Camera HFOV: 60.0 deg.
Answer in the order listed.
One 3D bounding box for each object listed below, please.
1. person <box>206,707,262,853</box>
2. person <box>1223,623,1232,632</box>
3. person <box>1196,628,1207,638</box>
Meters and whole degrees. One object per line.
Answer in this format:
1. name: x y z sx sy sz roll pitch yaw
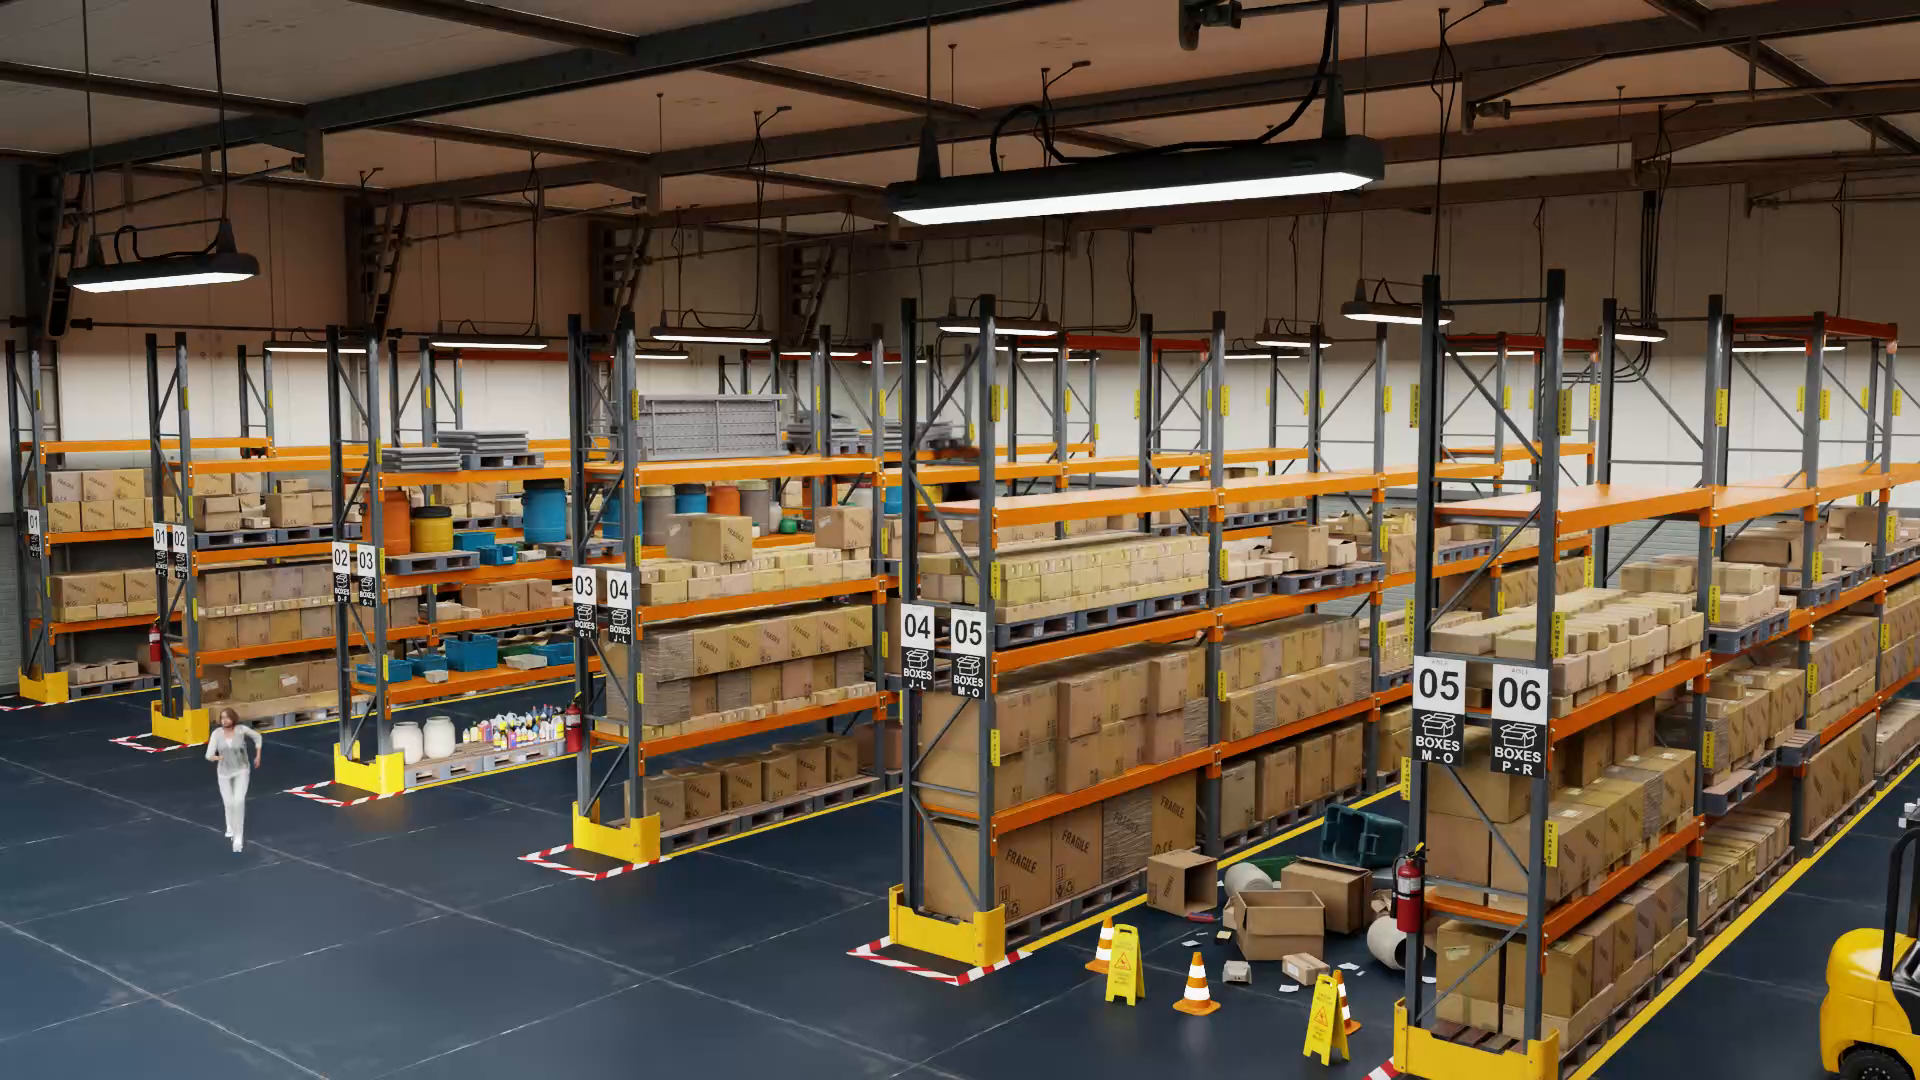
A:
1. person: -8.203 2.680 18.811 0.547 1.623 0.834 -1 5 -12
2. person: 4.145 2.069 25.573 0.548 1.628 0.850 5 7 42
3. person: 3.575 2.118 24.695 0.537 1.632 0.601 4 6 35
